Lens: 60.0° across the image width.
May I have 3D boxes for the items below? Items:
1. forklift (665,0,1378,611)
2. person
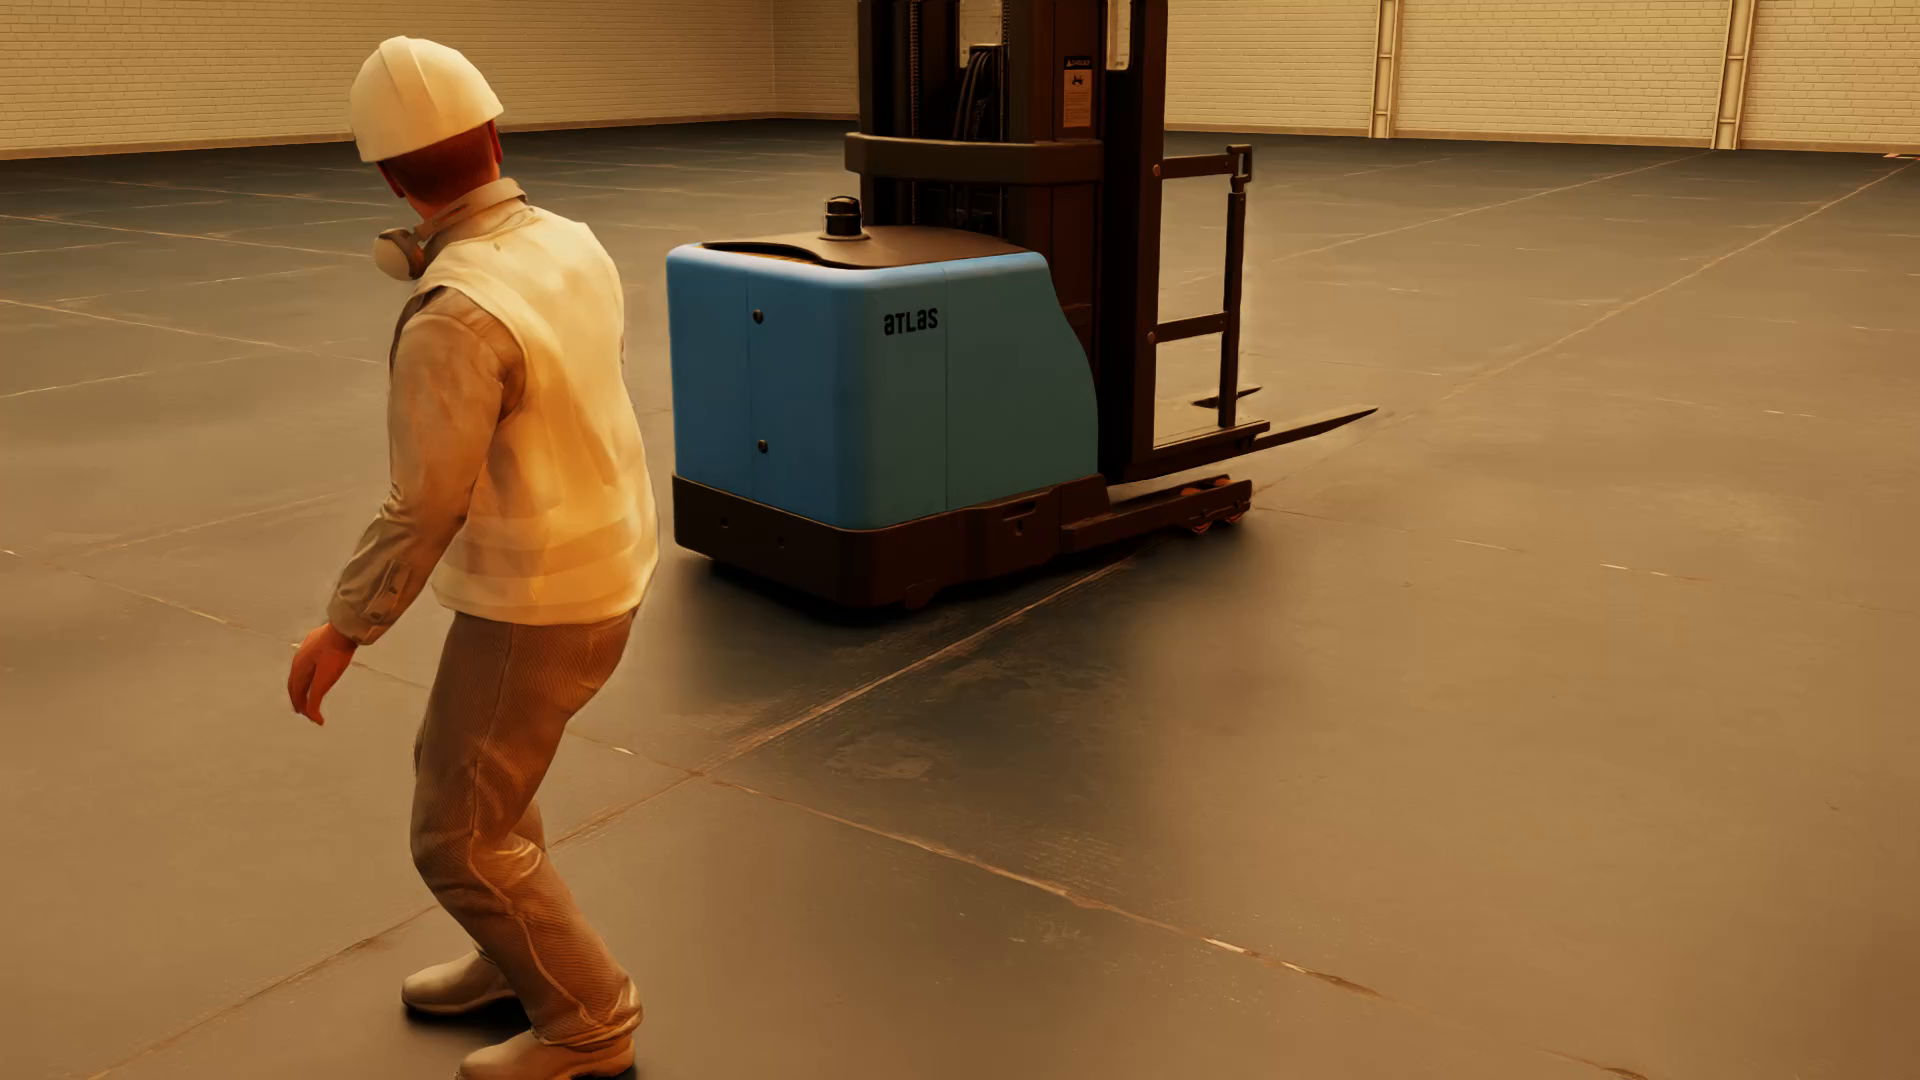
[{"bbox_3d":[0.442,-1.525,5.932,3.031,2.935,1.130,-15,22,-41],"label":"forklift"},{"bbox_3d":[-0.772,0.080,2.710,0.522,1.727,0.745,0,17,0],"label":"person"}]
